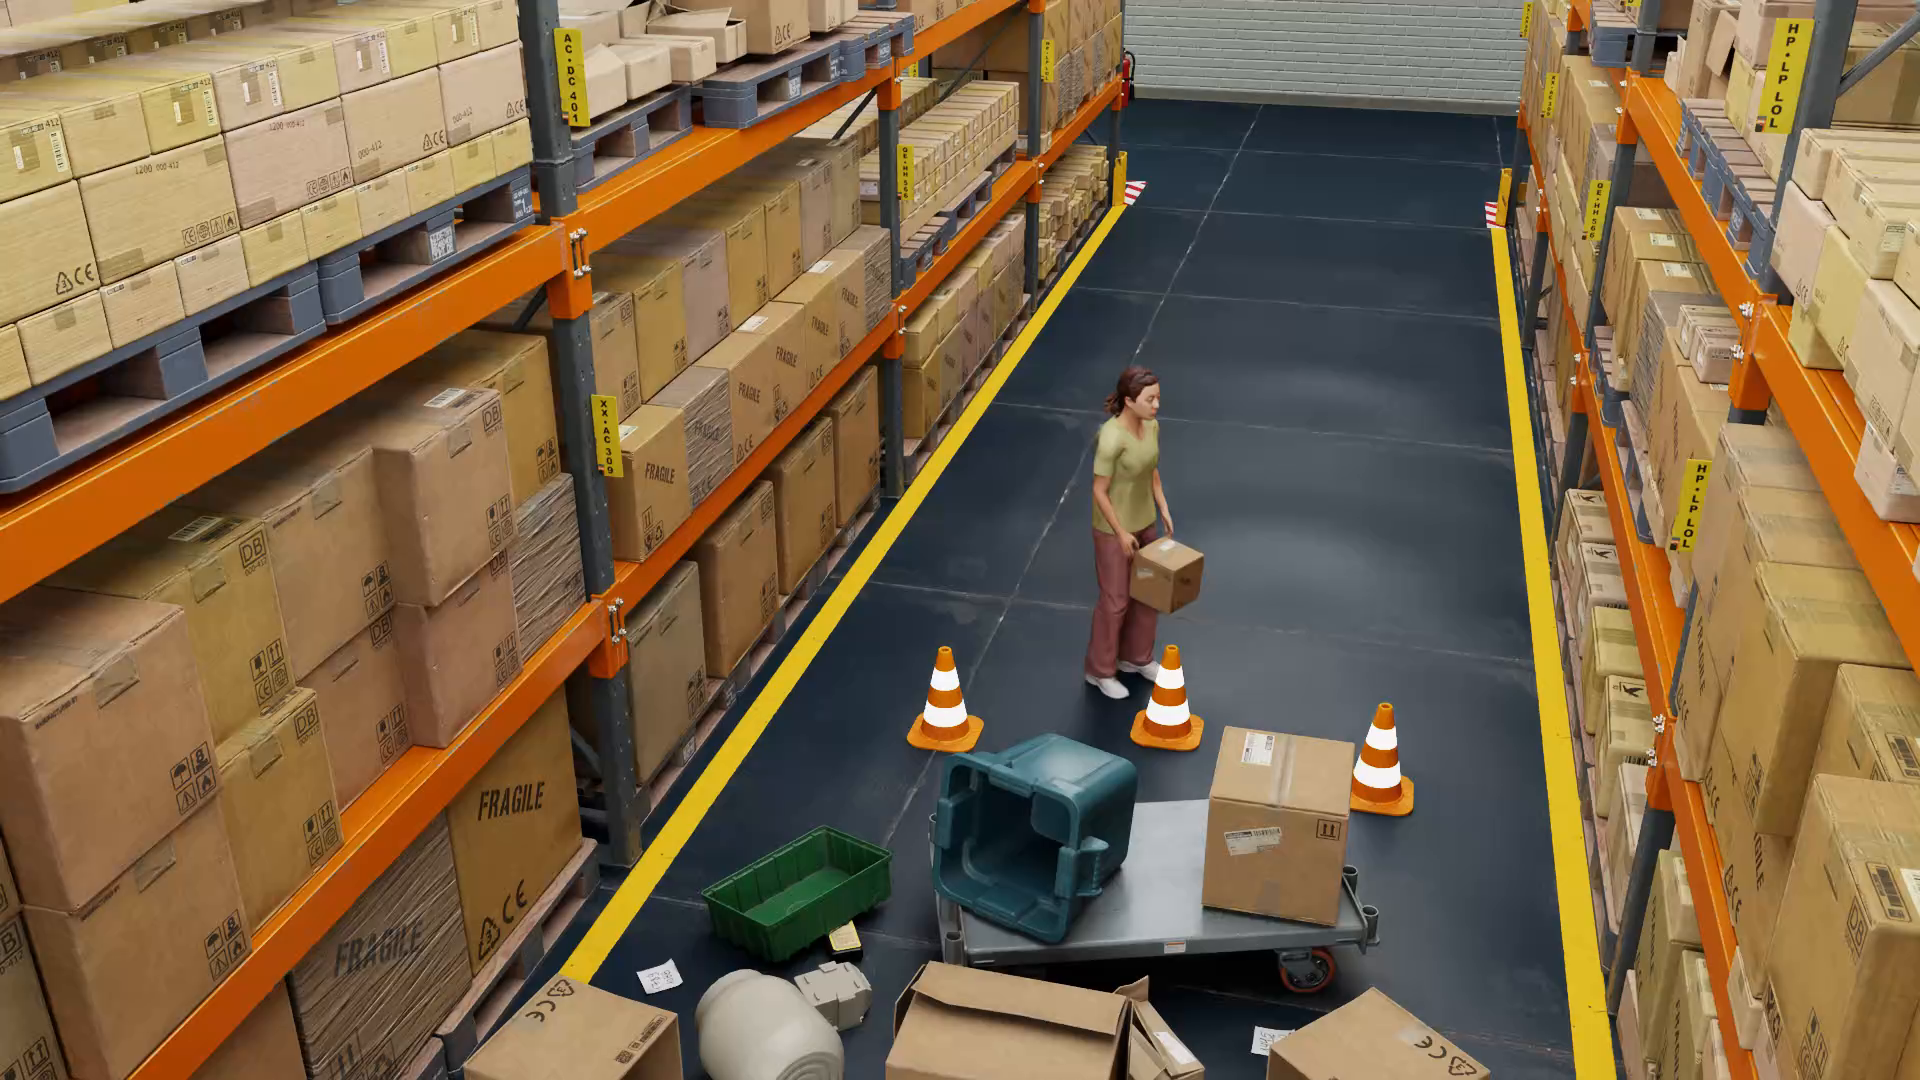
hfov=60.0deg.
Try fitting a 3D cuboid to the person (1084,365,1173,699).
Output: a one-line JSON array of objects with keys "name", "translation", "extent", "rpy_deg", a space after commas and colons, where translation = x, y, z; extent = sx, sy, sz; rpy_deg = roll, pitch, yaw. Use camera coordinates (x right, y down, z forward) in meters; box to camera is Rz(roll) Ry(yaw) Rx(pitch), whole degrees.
[{"name": "person", "translation": [0.860, -0.050, 8.213], "extent": [0.414, 1.676, 0.477], "rpy_deg": [21, 33, 38]}]
